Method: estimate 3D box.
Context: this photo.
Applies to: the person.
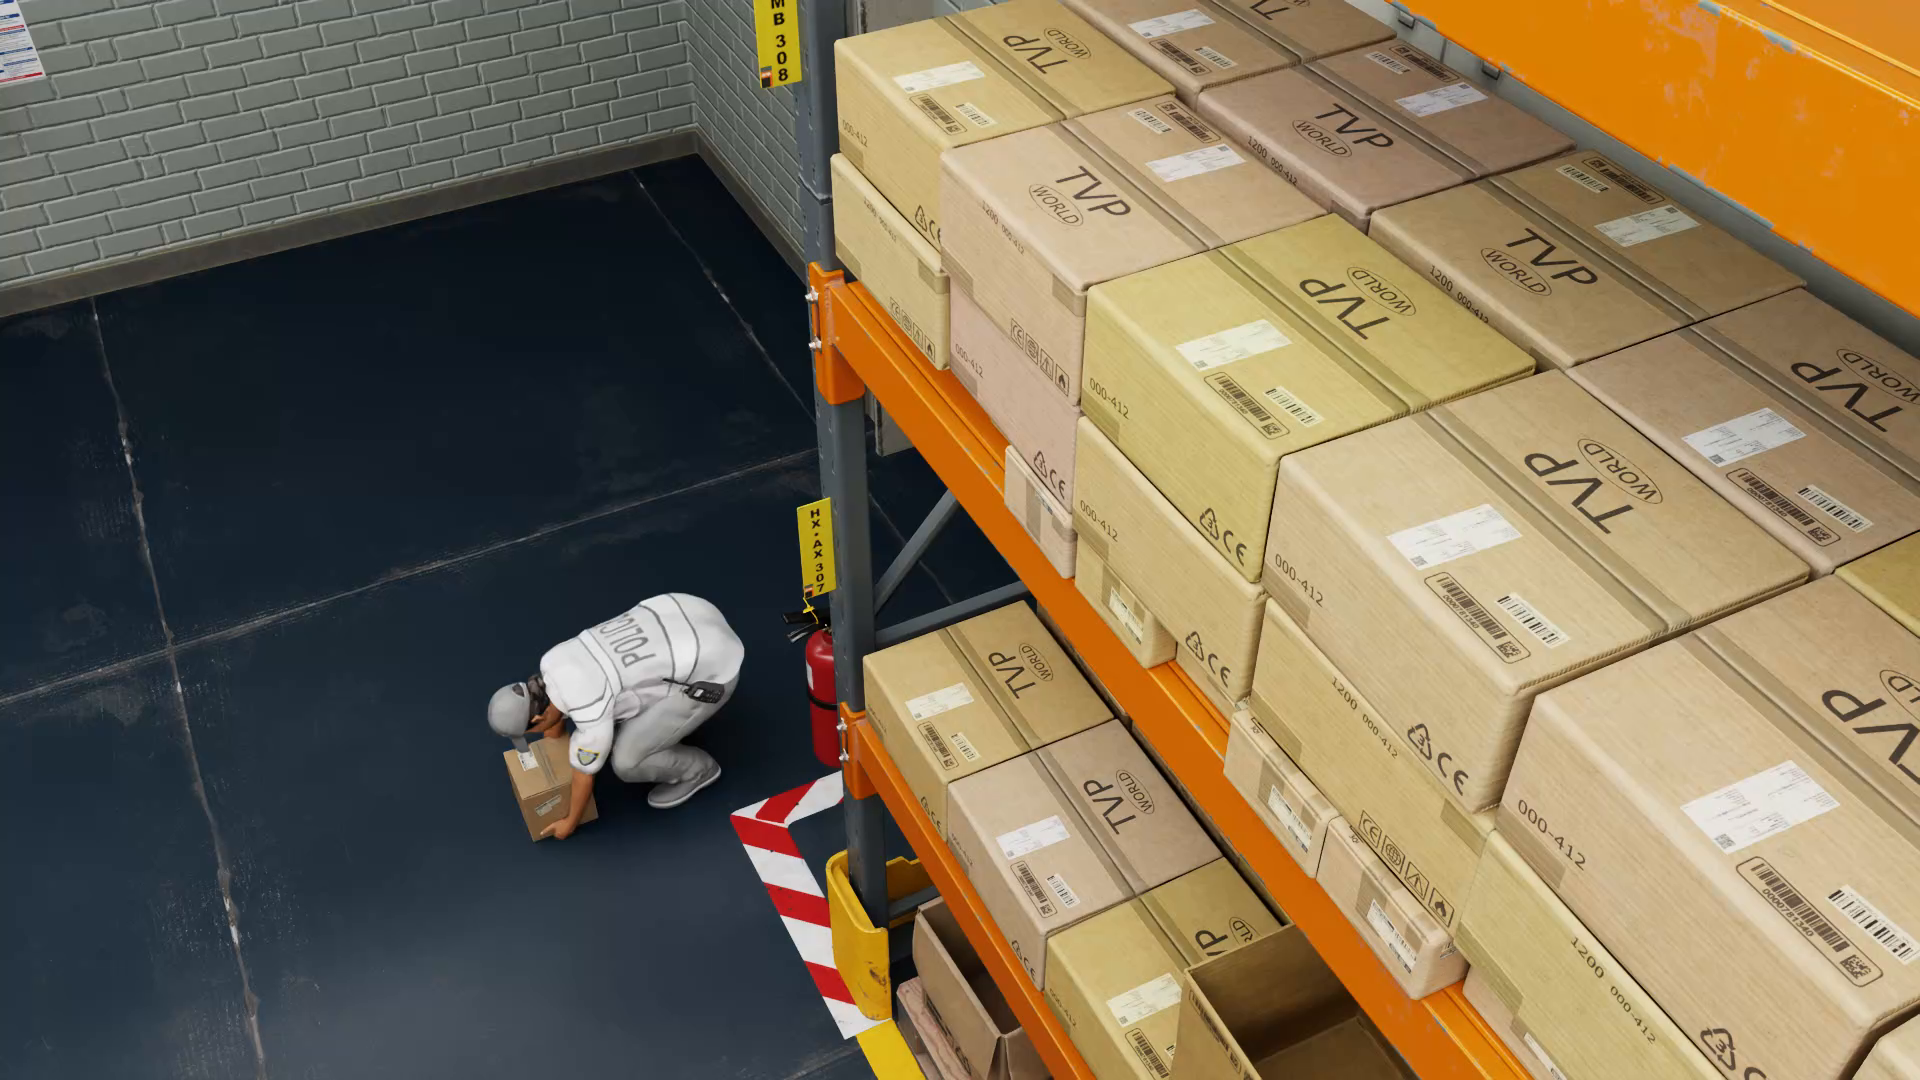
[{"bbox_3d":[-1.245,0.641,6.138,0.937,0.764,0.509,-20,45,-21],"label":"person"}]
